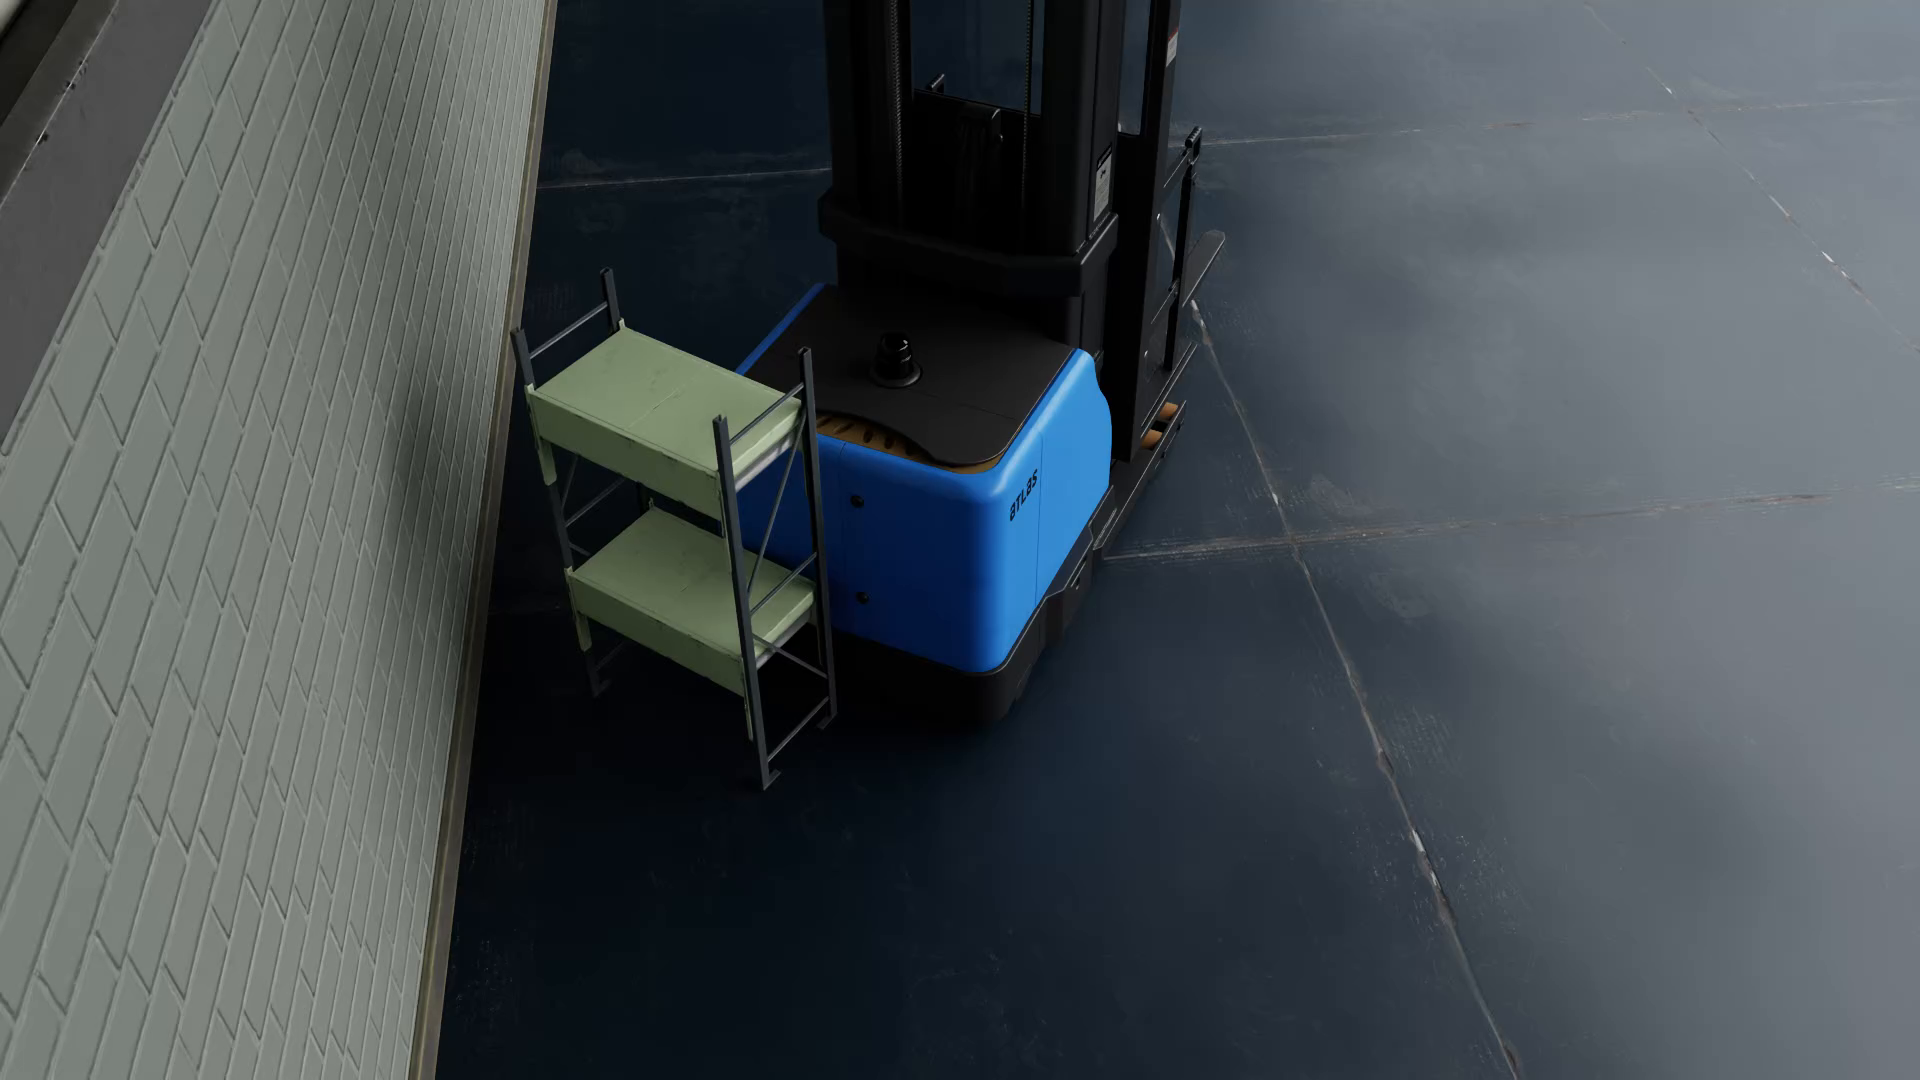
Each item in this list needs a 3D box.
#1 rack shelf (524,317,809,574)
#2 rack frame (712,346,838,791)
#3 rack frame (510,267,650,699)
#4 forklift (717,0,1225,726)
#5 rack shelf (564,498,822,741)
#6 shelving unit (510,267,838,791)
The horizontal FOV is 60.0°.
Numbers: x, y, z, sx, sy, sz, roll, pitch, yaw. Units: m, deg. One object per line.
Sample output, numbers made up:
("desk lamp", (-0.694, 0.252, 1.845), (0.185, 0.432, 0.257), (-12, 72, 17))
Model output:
("rack shelf", (-0.837, -0.288, 4.867), (0.720, 0.370, 0.431), (24, 47, 24))
("rack frame", (-0.531, 0.136, 4.979), (0.023, 1.500, 0.400), (24, 47, 24))
("rack frame", (-1.143, -0.133, 5.278), (0.023, 1.500, 0.400), (24, 47, 24))
("forklift", (0.256, -1.468, 5.689), (1.130, 2.935, 3.031), (17, 45, 18))
("rack shelf", (-0.837, 0.244, 5.347), (0.720, 0.370, 0.431), (24, 47, 24))
("shelving unit", (-0.837, 0.001, 5.129), (0.755, 1.500, 0.431), (24, 47, 24))
